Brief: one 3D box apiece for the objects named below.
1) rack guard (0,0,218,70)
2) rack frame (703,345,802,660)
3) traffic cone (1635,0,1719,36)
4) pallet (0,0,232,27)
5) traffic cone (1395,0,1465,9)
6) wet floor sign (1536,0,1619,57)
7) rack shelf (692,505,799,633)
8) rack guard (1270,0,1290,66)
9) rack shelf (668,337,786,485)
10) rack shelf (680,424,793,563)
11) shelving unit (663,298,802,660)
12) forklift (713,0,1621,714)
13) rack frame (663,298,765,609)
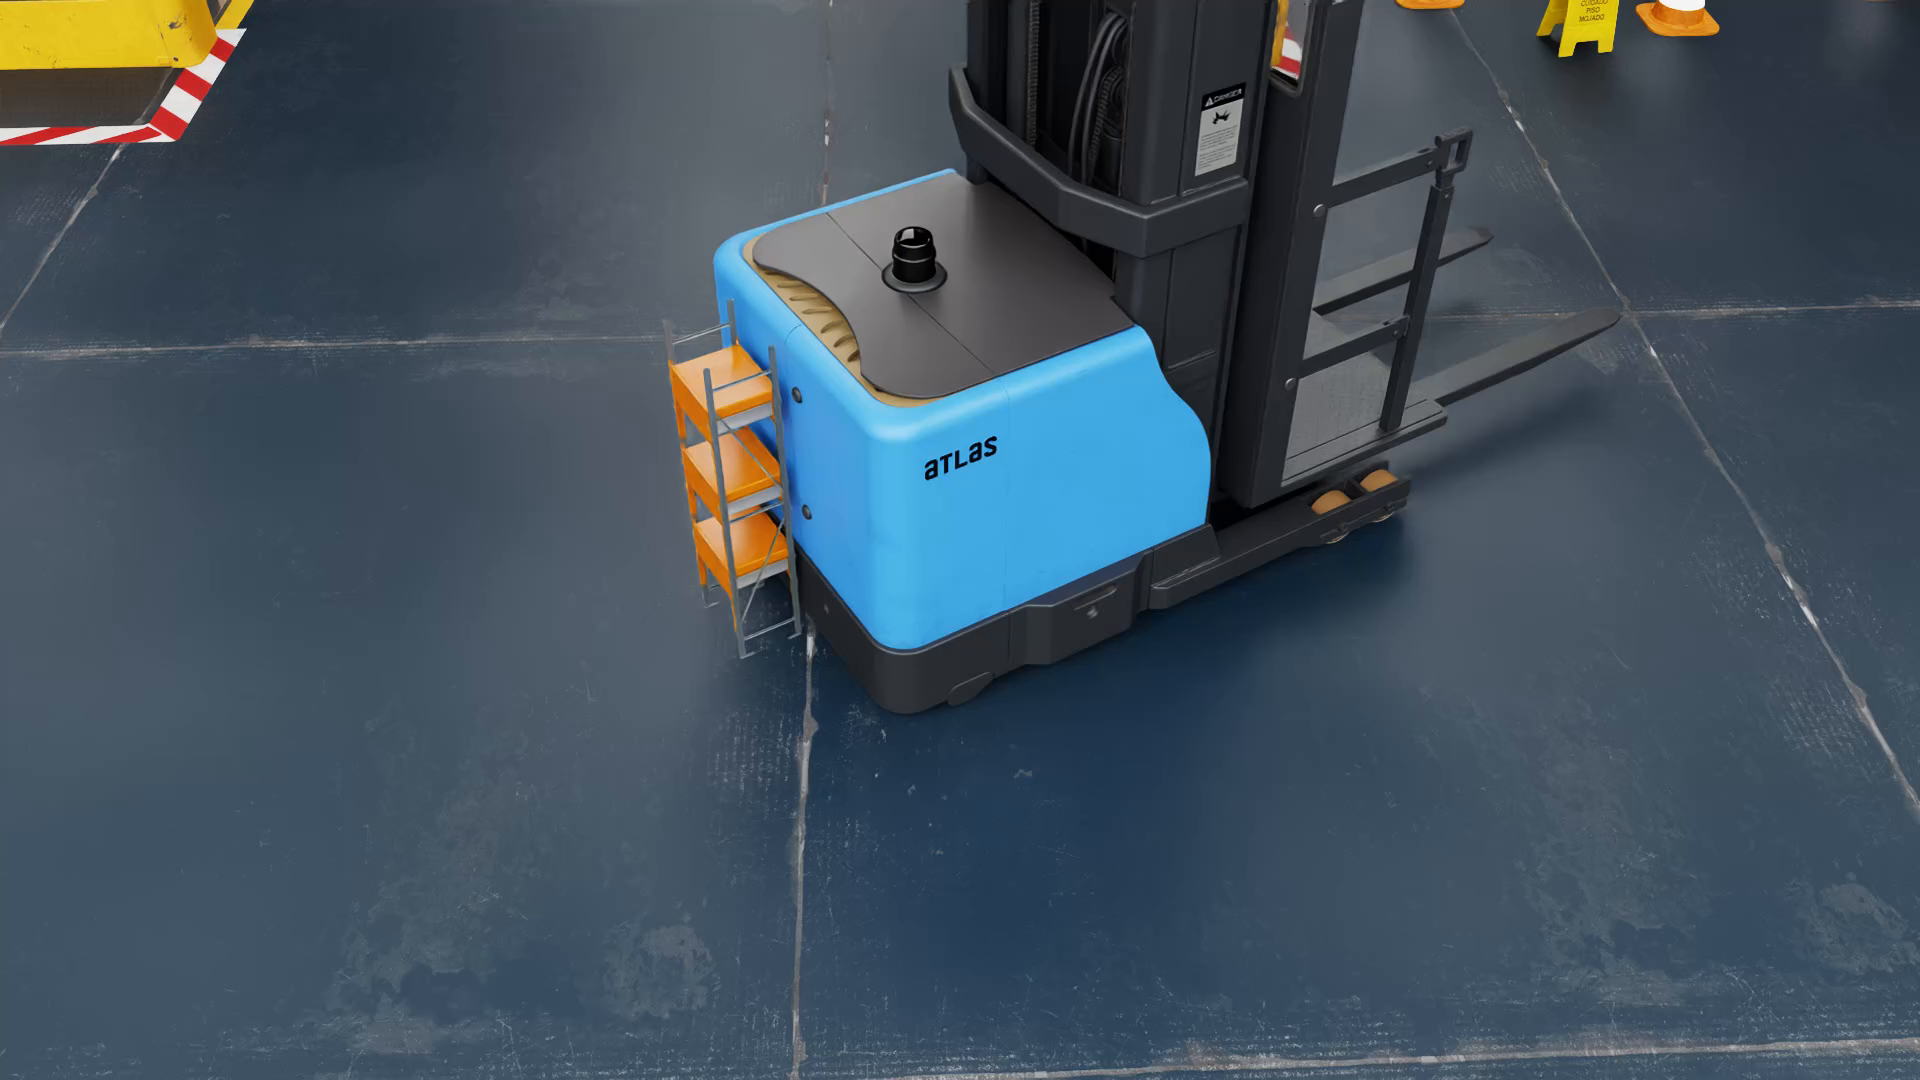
[{"bbox_3d":[-4.070,-2.448,7.551,1.175,0.500,0.348,-2,43,-2],"label":"rack guard"},{"bbox_3d":[-0.557,-0.074,4.553,0.200,1.050,0.008,-22,47,-23],"label":"rack frame"},{"bbox_3d":[3.432,-2.660,7.809,0.336,0.463,0.334,-2,43,-2],"label":"traffic cone"},{"bbox_3d":[-4.069,-2.891,8.248,1.003,0.211,1.213,-2,43,-2],"label":"pallet"},{"bbox_3d":[2.289,-2.857,8.024,0.336,0.463,0.334,-2,43,-2],"label":"traffic cone"},{"bbox_3d":[2.872,-2.562,7.567,0.267,0.644,0.232,-8,43,-9],"label":"wet floor sign"},{"bbox_3d":[-0.621,0.069,4.825,0.215,0.259,0.240,-22,47,-23],"label":"rack shelf"},{"bbox_3d":[0.894,-2.455,7.558,1.175,0.500,0.348,-2,43,-2],"label":"rack guard"},{"bbox_3d":[-0.621,-0.345,4.445,0.215,0.259,0.240,-22,47,-23],"label":"rack shelf"},{"bbox_3d":[-0.621,-0.136,4.637,0.215,0.259,0.240,-22,47,-23],"label":"rack shelf"},{"bbox_3d":[-0.621,-0.144,4.630,0.215,1.050,0.252,-22,47,-23],"label":"shelving unit"},{"bbox_3d":[0.833,-1.353,4.557,3.031,2.935,1.130,-22,47,-23],"label":"forklift"},{"bbox_3d":[-0.685,-0.214,4.707,0.200,1.050,0.008,-22,47,-23],"label":"rack frame"}]
